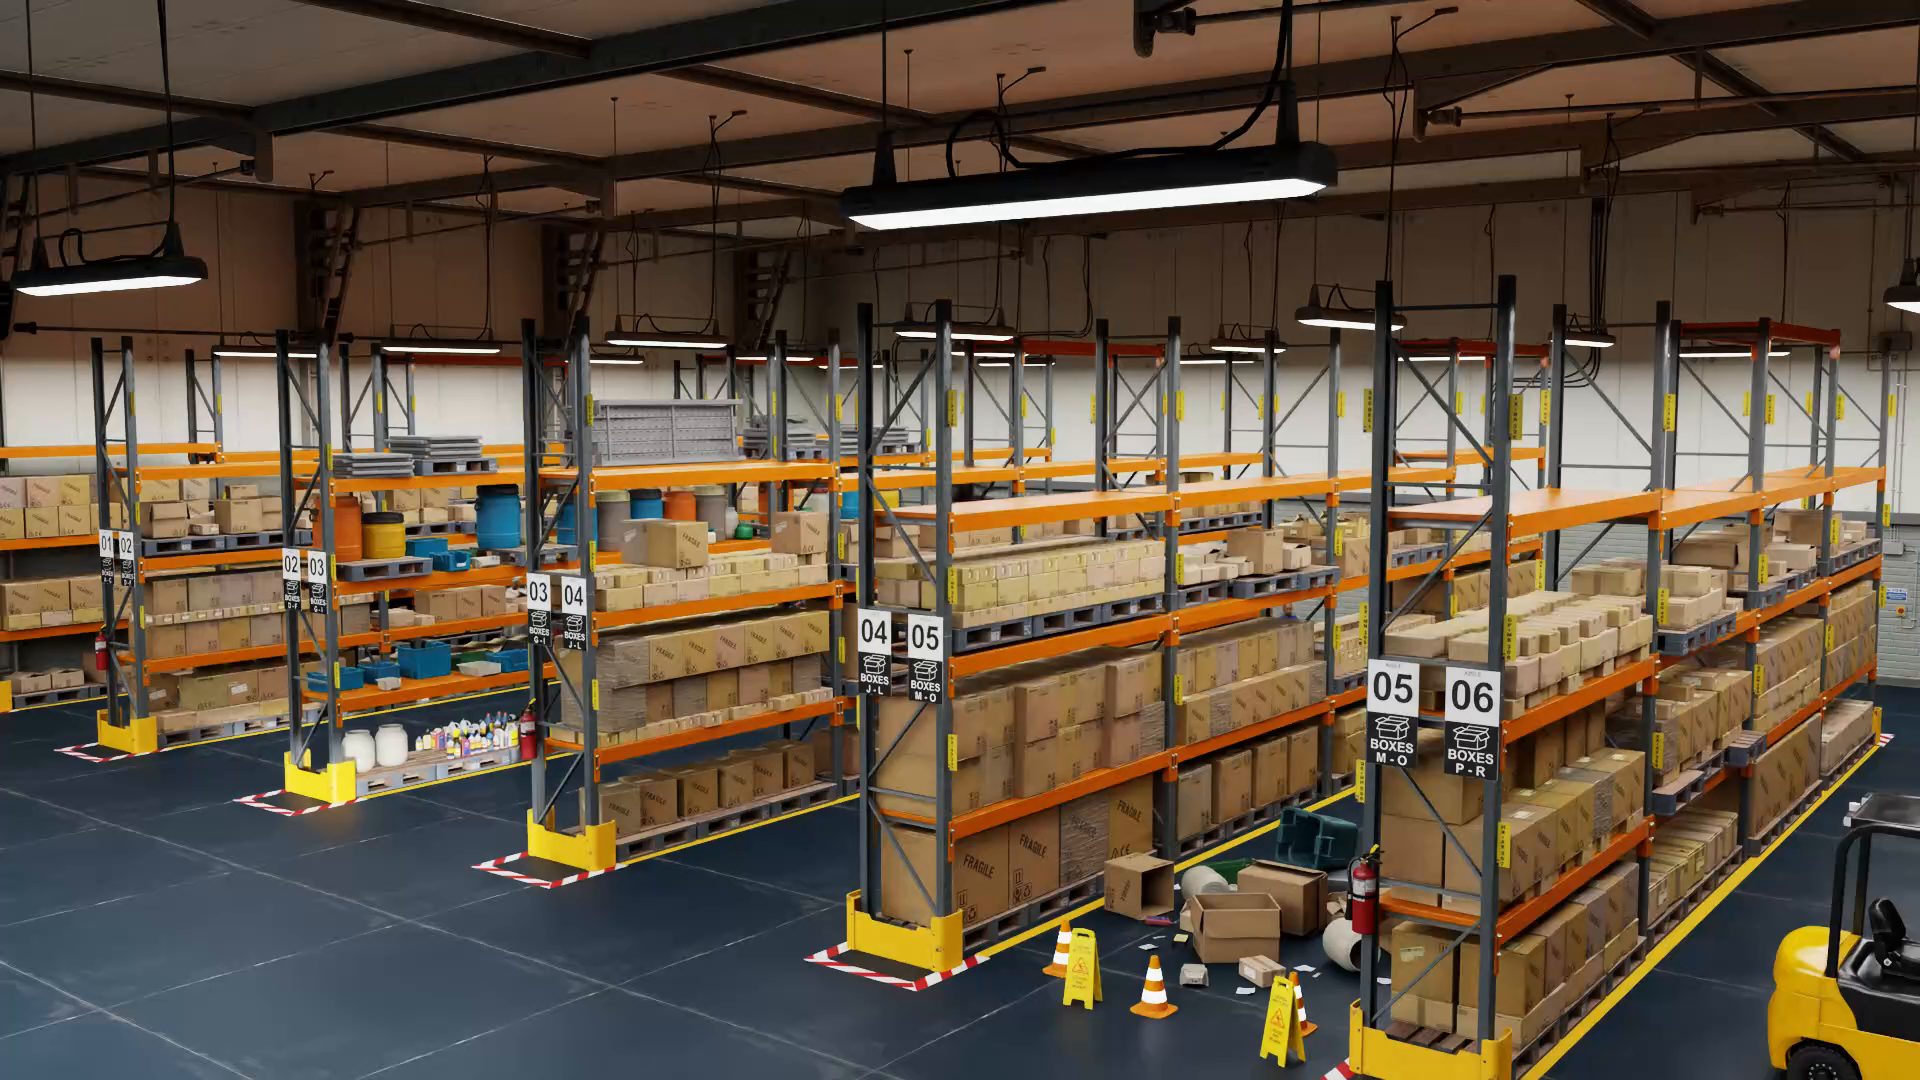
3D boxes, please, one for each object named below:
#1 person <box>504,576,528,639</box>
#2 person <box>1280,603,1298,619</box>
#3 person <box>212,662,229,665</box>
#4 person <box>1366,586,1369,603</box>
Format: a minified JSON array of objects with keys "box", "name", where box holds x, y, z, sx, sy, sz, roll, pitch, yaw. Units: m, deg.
[{"box":[-8.656,1.503,32.620,0.487,1.625,0.665,4,6,35],"name":"person"},{"box":[5.604,1.895,28.272,0.489,1.662,0.530,-2,5,-18],"name":"person"},{"box":[-12.336,1.891,27.651,0.654,1.795,0.595,-3,6,-33],"name":"person"},{"box":[8.295,1.435,32.751,0.642,1.796,0.373,1,5,14],"name":"person"}]
